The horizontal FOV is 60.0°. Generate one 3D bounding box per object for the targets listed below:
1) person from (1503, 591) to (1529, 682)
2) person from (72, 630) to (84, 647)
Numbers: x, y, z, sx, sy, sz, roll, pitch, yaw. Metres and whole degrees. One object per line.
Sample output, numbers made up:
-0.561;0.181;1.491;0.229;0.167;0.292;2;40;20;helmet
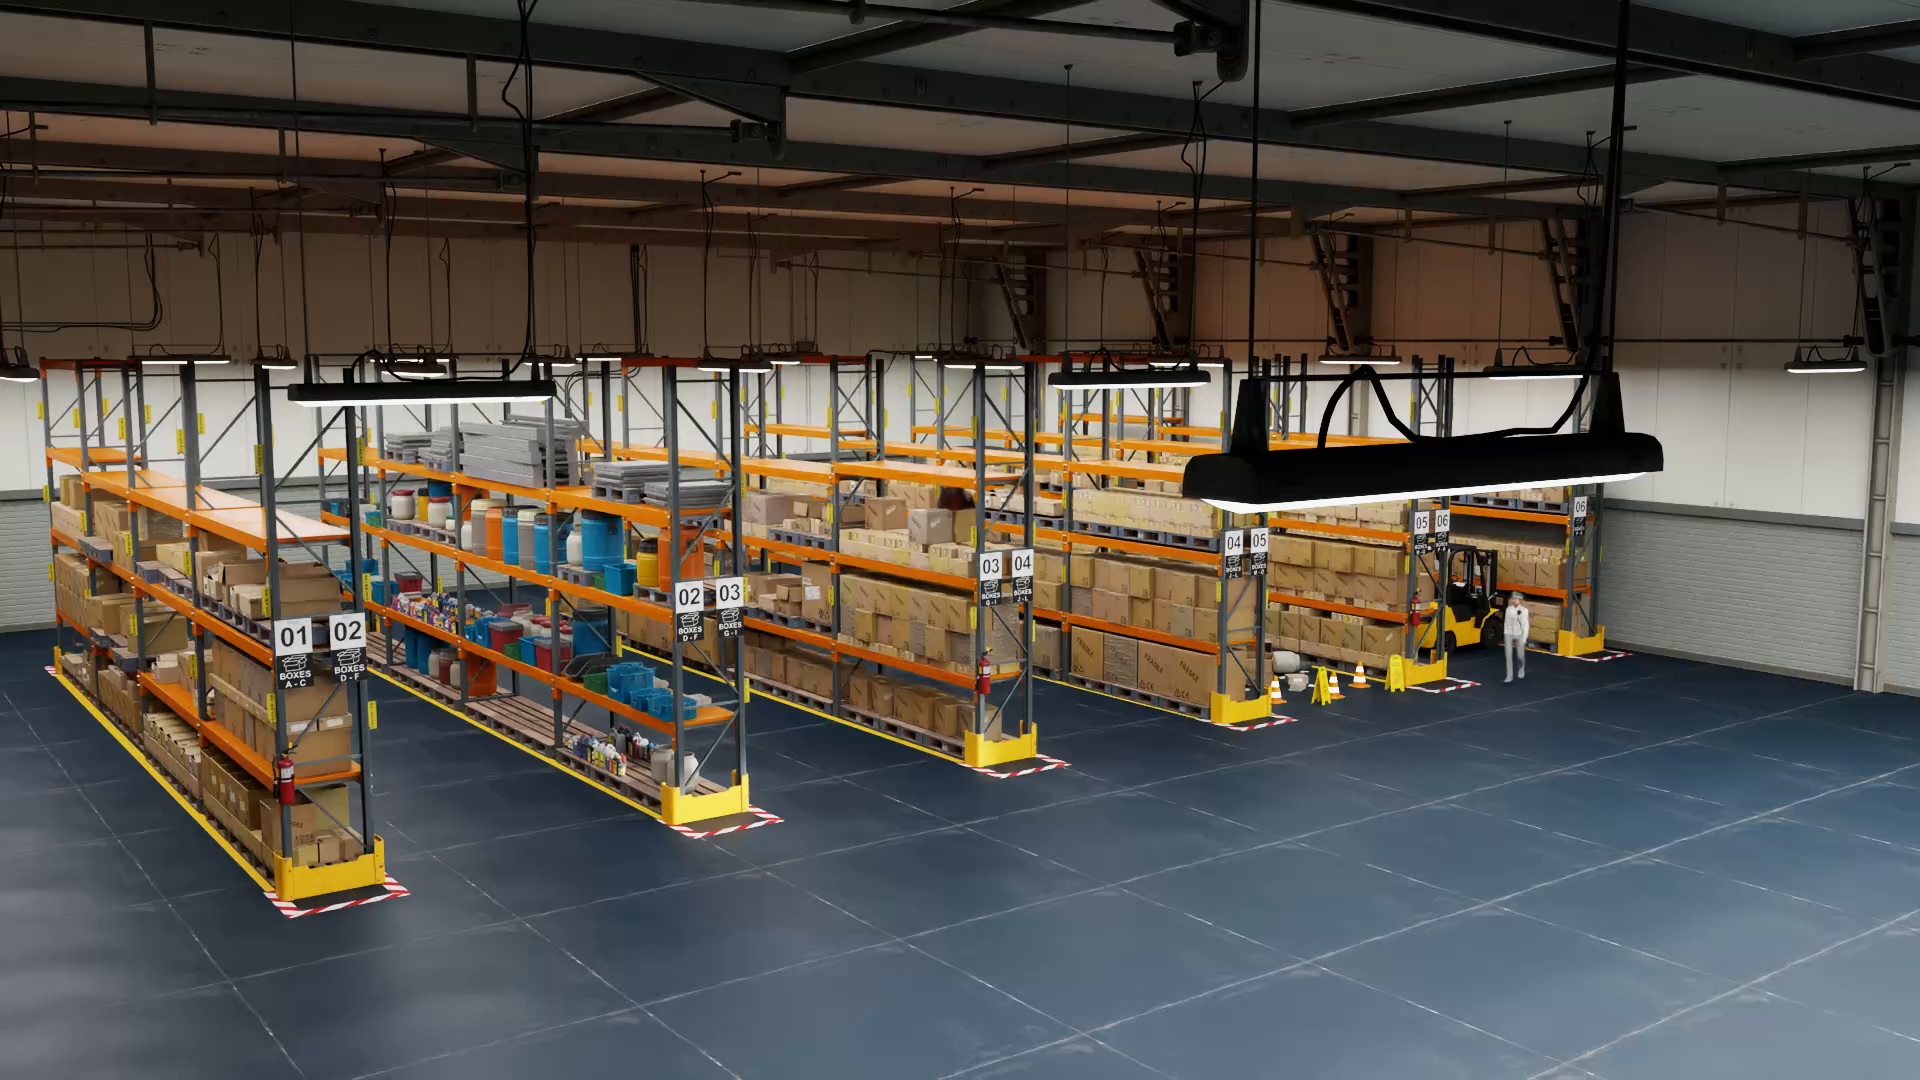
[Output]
10.310;1.785;30.850;0.463;1.689;0.476;4;8;28;person
-17.817;1.435;34.135;1.014;1.603;0.507;3;7;23;person
